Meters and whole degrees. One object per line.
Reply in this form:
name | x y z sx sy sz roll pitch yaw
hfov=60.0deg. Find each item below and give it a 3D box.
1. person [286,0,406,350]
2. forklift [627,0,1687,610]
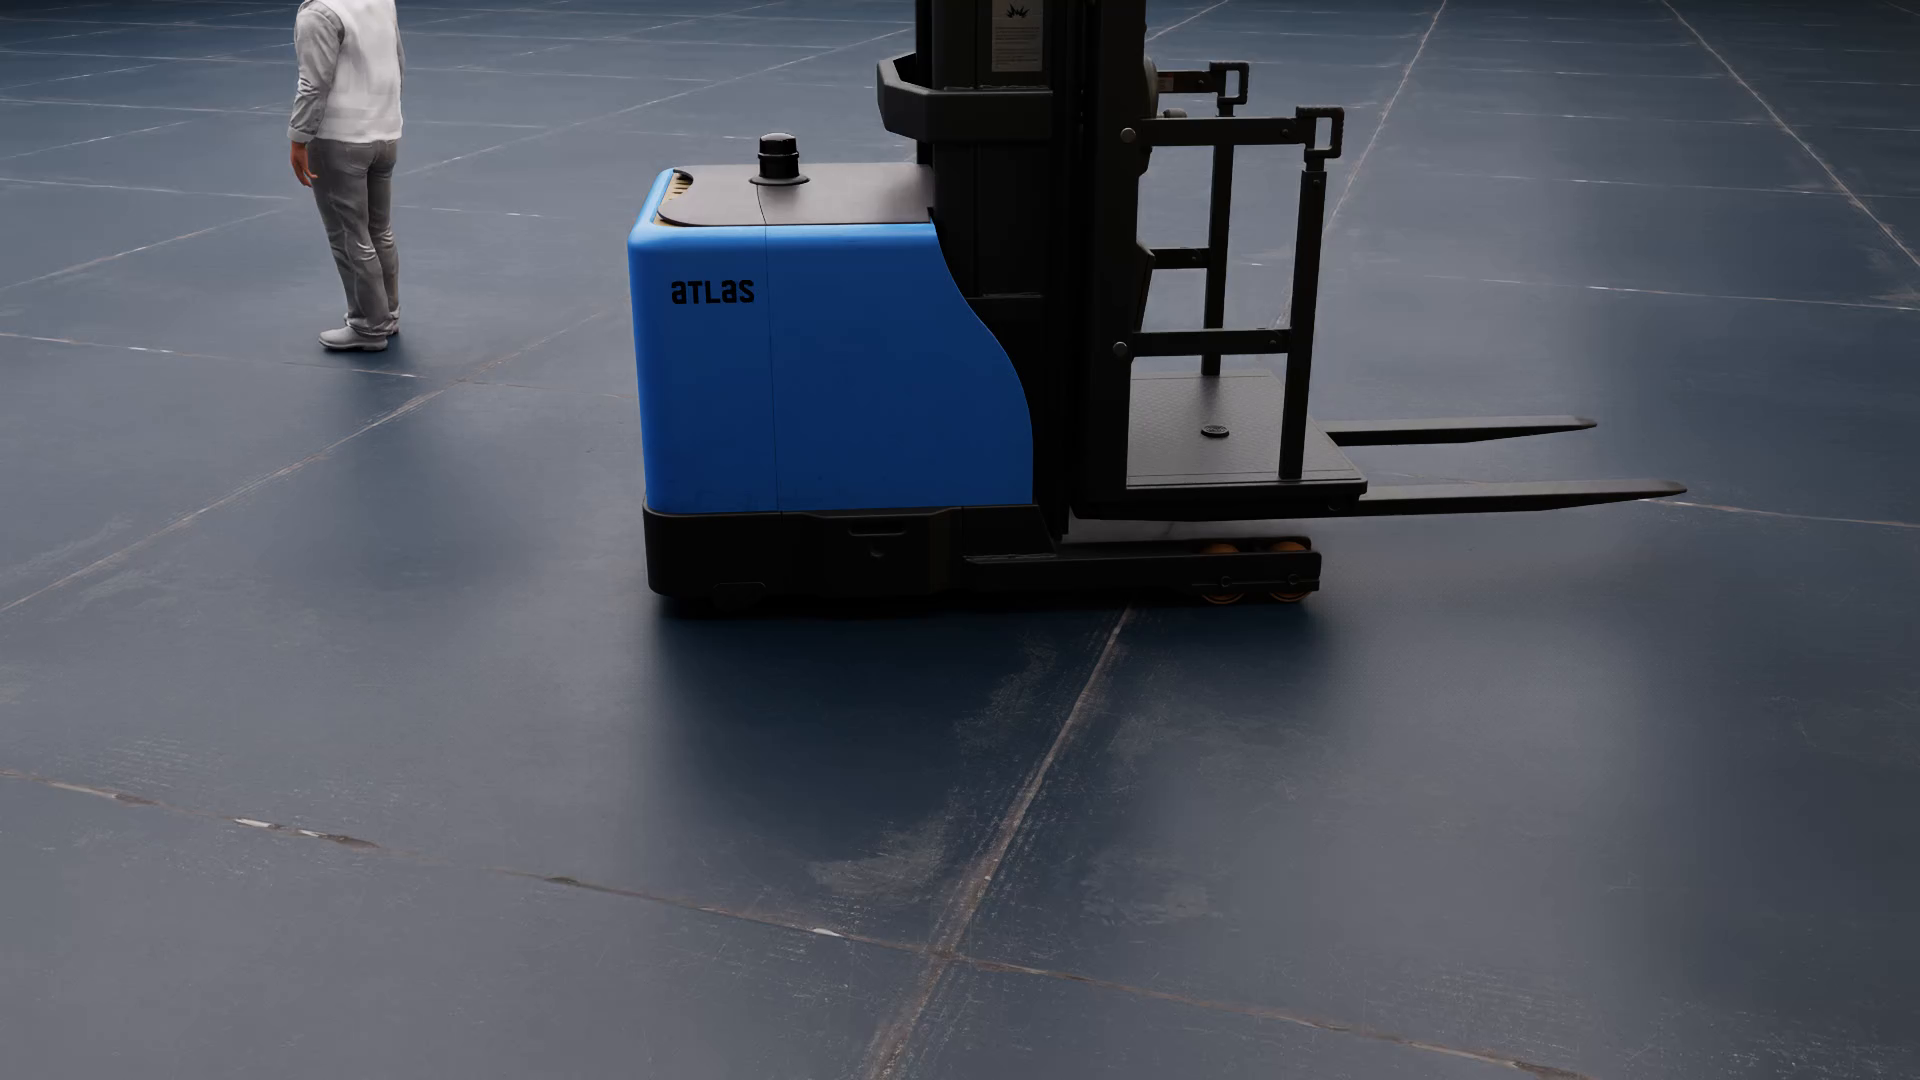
person | -2.549 -1.656 6.788 0.568 1.774 0.633 7 23 16
forklift | 0.606 -1.374 4.608 3.031 2.935 1.130 -2 23 -4
